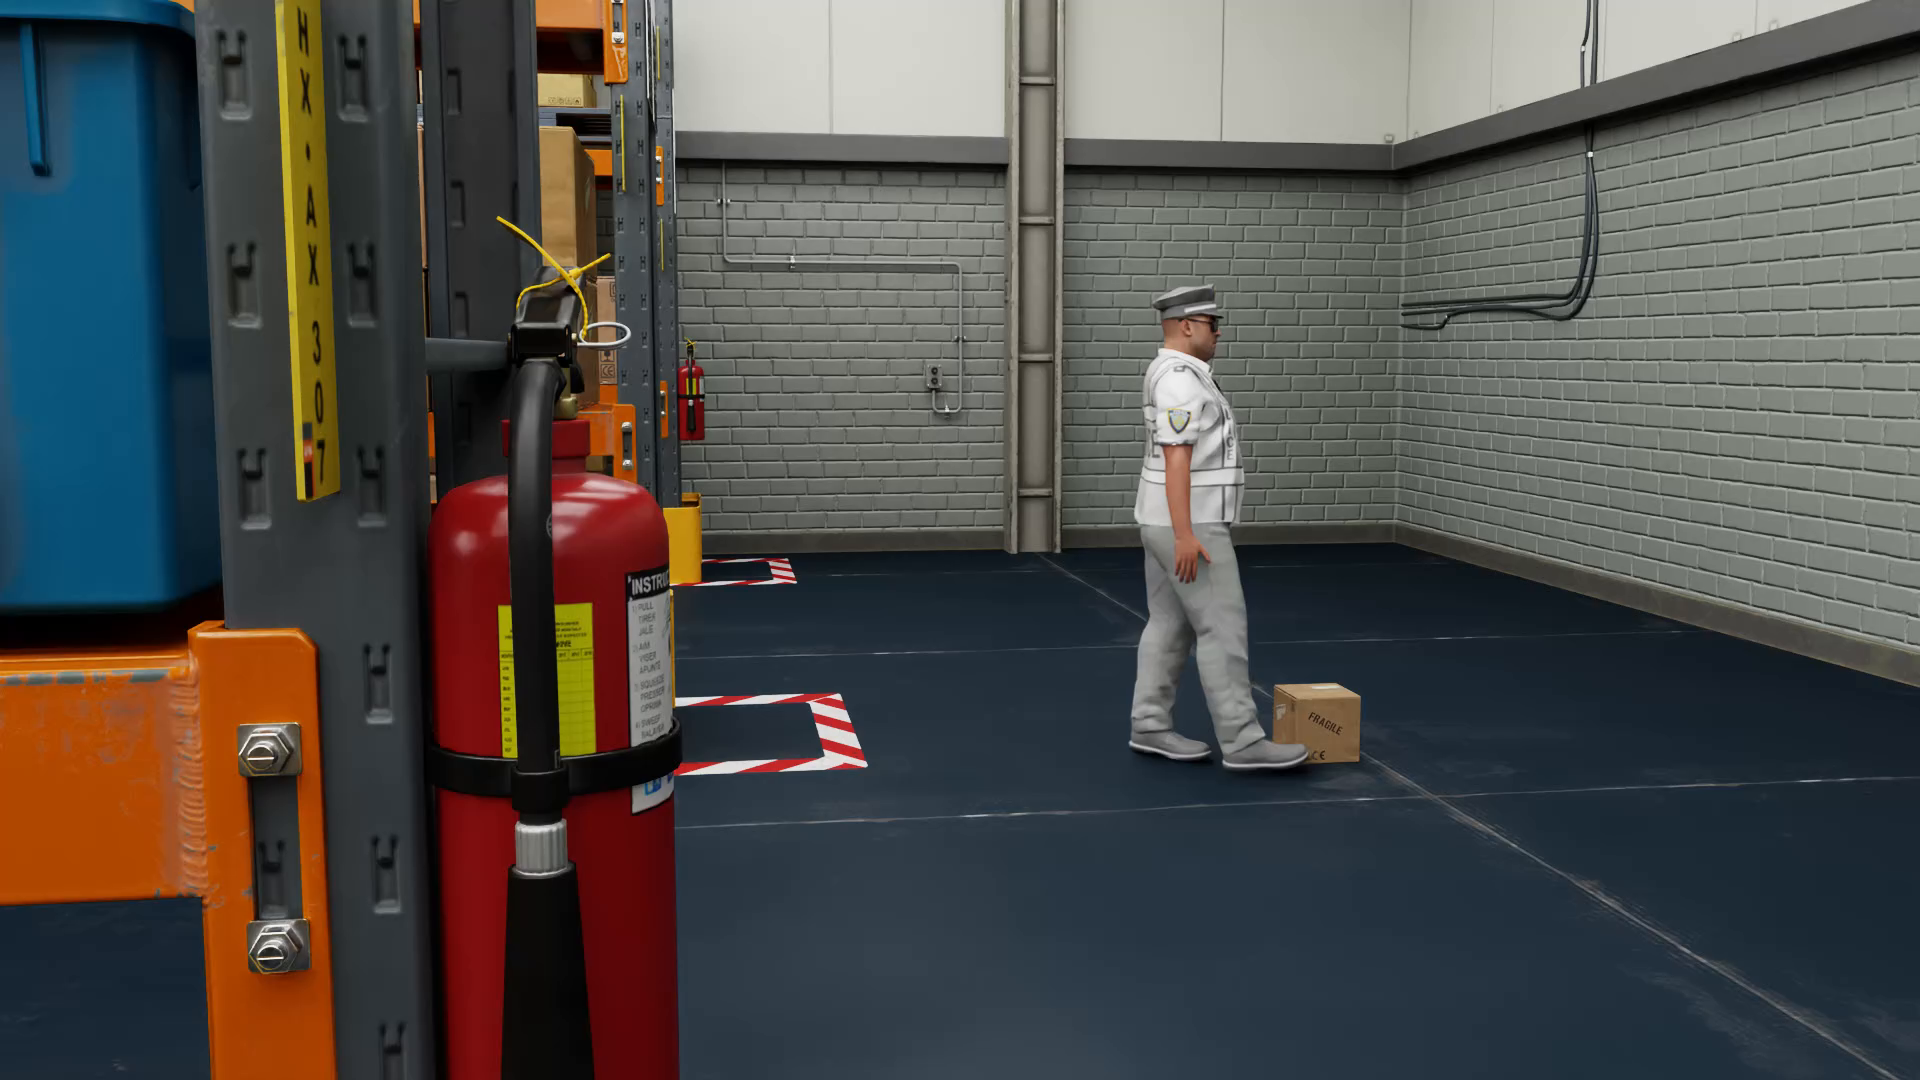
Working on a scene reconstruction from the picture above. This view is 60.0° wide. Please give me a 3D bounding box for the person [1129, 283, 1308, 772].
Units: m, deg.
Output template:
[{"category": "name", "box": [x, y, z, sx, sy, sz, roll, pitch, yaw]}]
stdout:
[{"category": "person", "box": [0.955, -0.054, 6.079, 0.627, 1.758, 0.548, 0, 6, 1]}]
